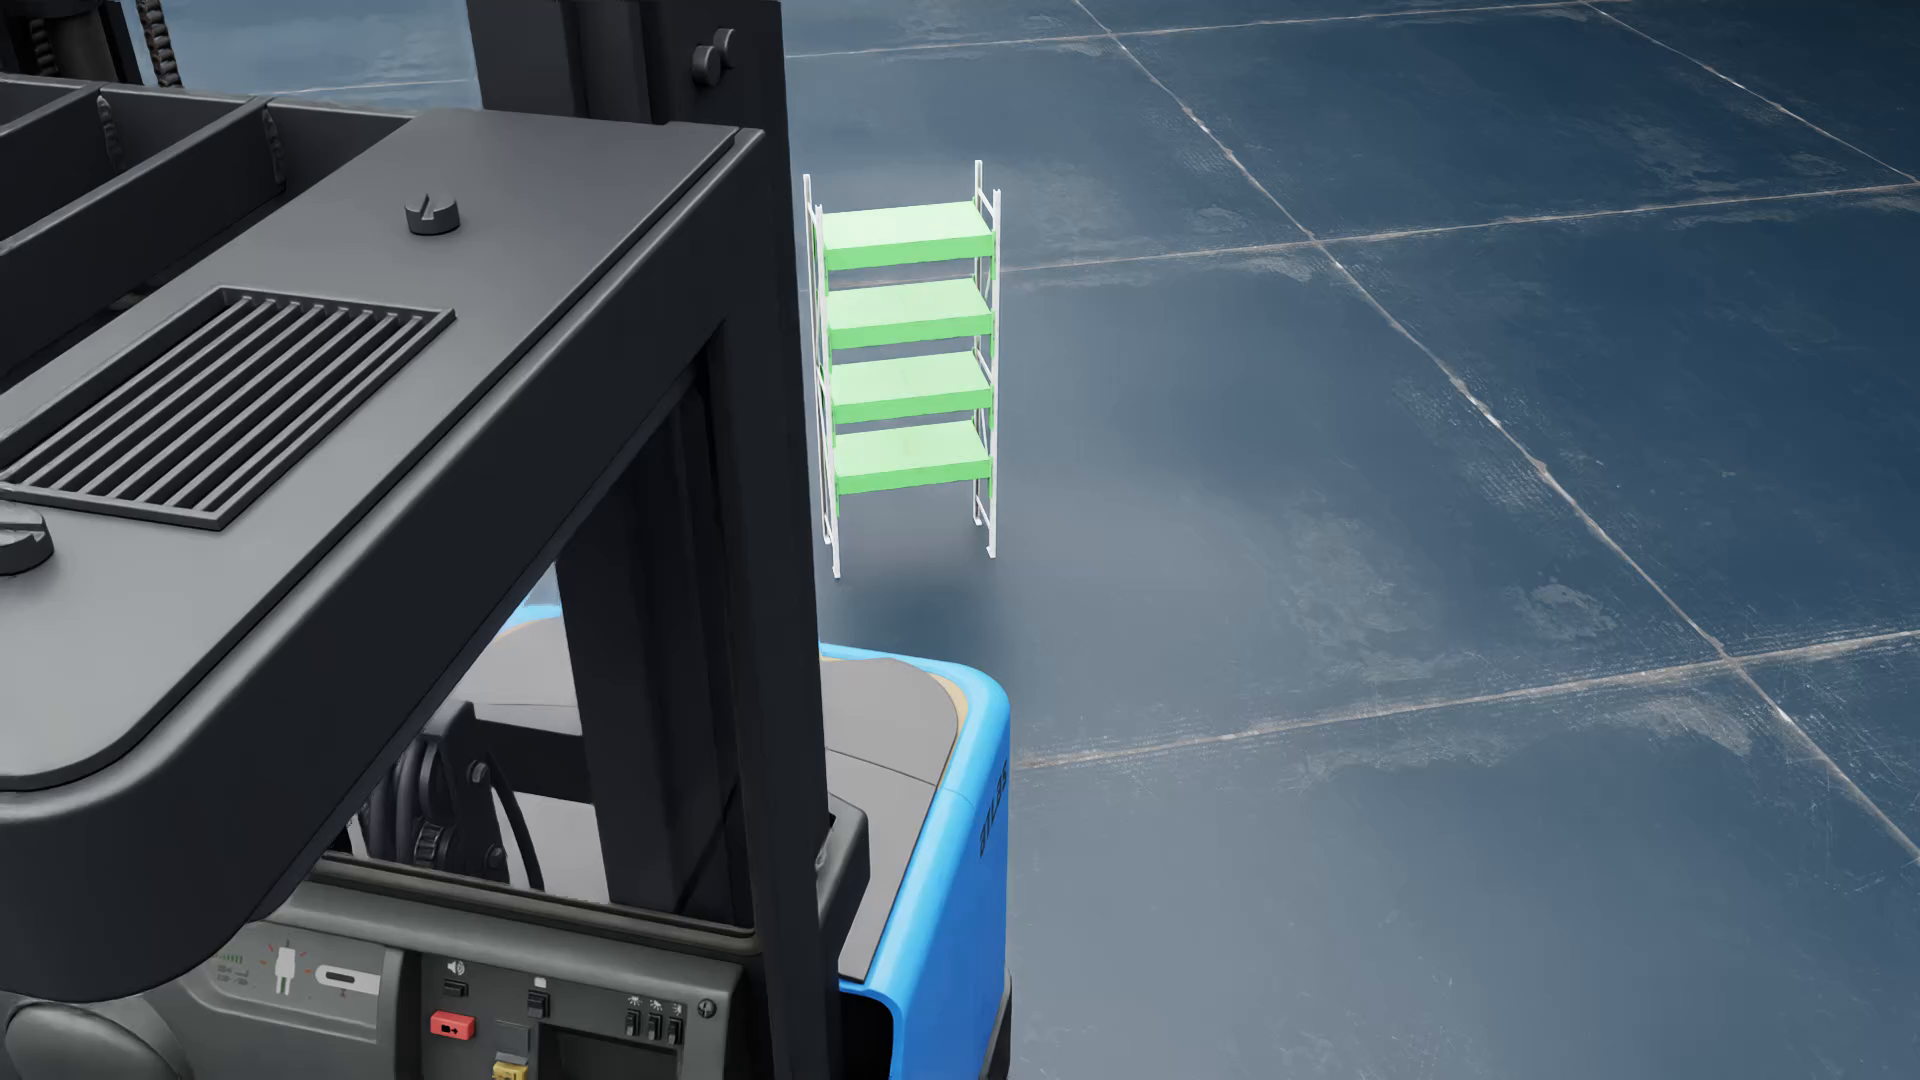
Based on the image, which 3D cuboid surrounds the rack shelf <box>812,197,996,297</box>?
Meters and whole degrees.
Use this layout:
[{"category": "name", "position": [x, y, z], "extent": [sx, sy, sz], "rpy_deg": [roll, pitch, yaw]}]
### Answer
[{"category": "rack shelf", "position": [-0.161, -0.823, 4.653], "extent": [0.480, 0.148, 0.258], "rpy_deg": [-7, 35, -11]}]

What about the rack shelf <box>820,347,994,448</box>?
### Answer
[{"category": "rack shelf", "position": [-0.161, -0.425, 4.921], "extent": [0.480, 0.148, 0.258], "rpy_deg": [-7, 35, -11]}]

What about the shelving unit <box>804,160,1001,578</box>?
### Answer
[{"category": "shelving unit", "position": [-0.161, -0.478, 4.885], "extent": [0.503, 1.200, 0.258], "rpy_deg": [-7, 35, -11]}]

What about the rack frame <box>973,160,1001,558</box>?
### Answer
[{"category": "rack frame", "position": [0.077, -0.508, 4.930], "extent": [0.015, 1.200, 0.240], "rpy_deg": [-7, 35, -11]}]

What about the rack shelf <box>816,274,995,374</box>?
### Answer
[{"category": "rack shelf", "position": [-0.161, -0.624, 4.787], "extent": [0.480, 0.148, 0.258], "rpy_deg": [-7, 35, -11]}]

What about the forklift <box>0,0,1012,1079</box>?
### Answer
[{"category": "forklift", "position": [-0.742, 0.640, 1.666], "extent": [1.130, 2.935, 3.031], "rpy_deg": [8, 35, 11]}]

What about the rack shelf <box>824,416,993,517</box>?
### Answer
[{"category": "rack shelf", "position": [-0.161, -0.226, 5.055], "extent": [0.480, 0.148, 0.258], "rpy_deg": [-7, 35, -11]}]

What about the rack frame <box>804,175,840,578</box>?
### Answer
[{"category": "rack frame", "position": [-0.399, -0.448, 4.841], "extent": [0.015, 1.200, 0.240], "rpy_deg": [-7, 35, -11]}]
